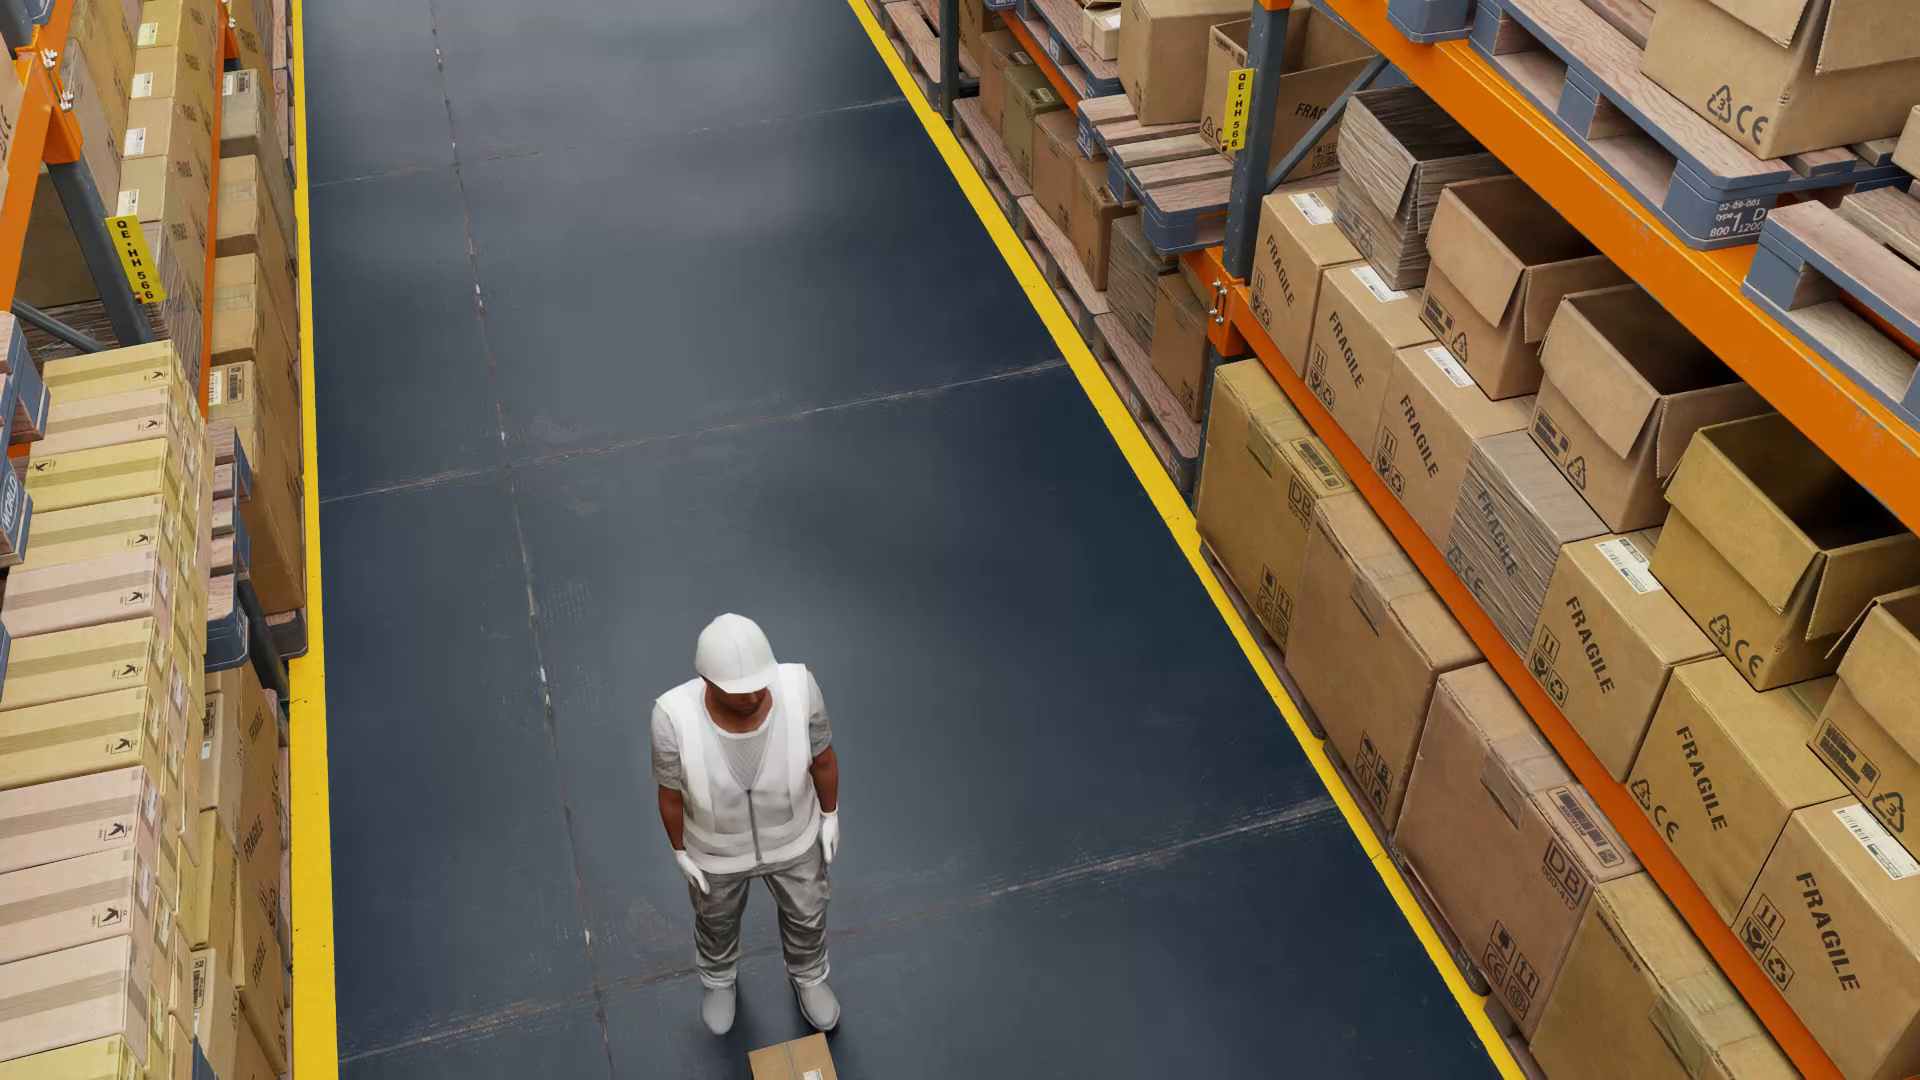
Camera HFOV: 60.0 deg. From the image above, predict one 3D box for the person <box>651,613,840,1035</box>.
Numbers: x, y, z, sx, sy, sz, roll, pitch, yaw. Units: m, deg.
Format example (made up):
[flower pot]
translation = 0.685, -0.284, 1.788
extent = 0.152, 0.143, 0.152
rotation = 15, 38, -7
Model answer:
[person]
translation = -0.629, 0.916, 5.144
extent = 0.548, 1.806, 0.398
rotation = -11, 43, -12
